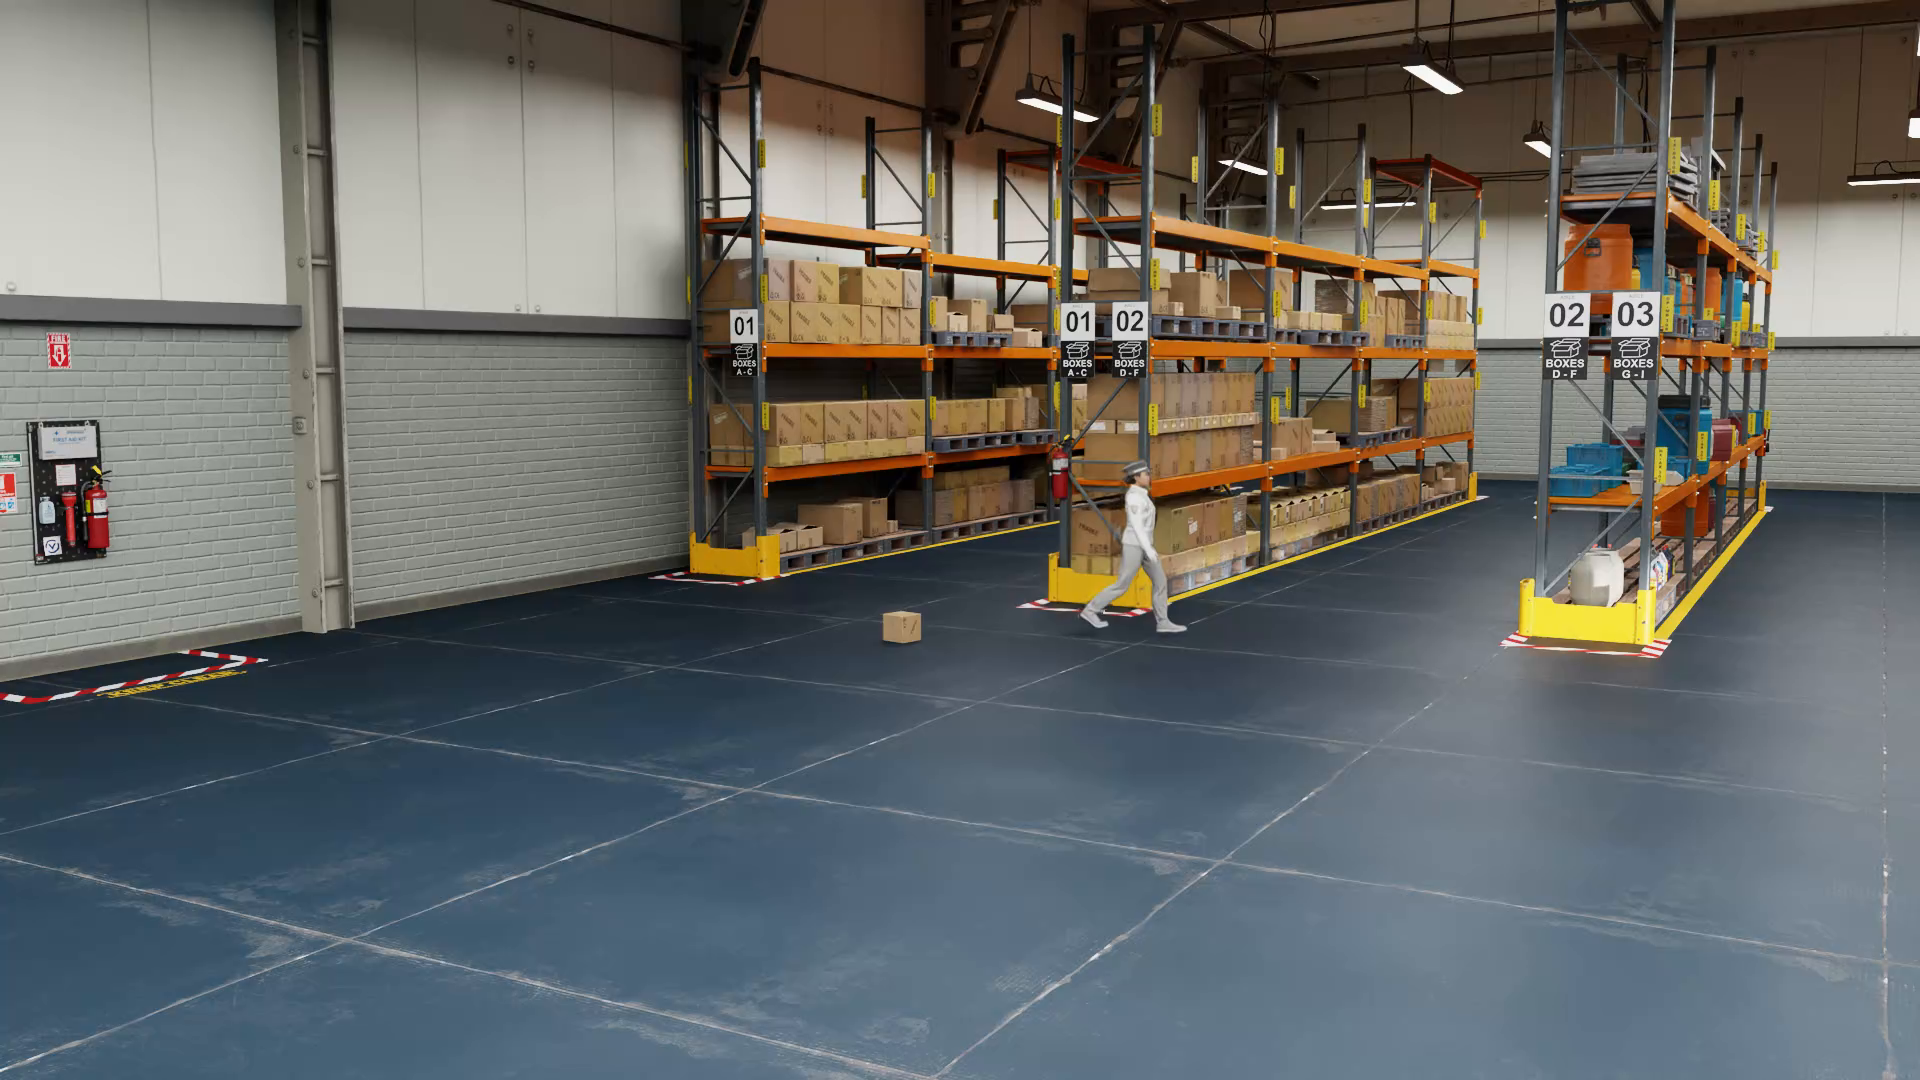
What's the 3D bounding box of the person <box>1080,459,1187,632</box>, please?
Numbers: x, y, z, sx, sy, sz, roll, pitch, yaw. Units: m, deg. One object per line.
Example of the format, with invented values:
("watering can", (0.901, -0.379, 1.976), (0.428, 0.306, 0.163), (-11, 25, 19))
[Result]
("person", (1.649, 0.055, 15.685), (0.988, 1.643, 0.507), (2, 6, 15))
